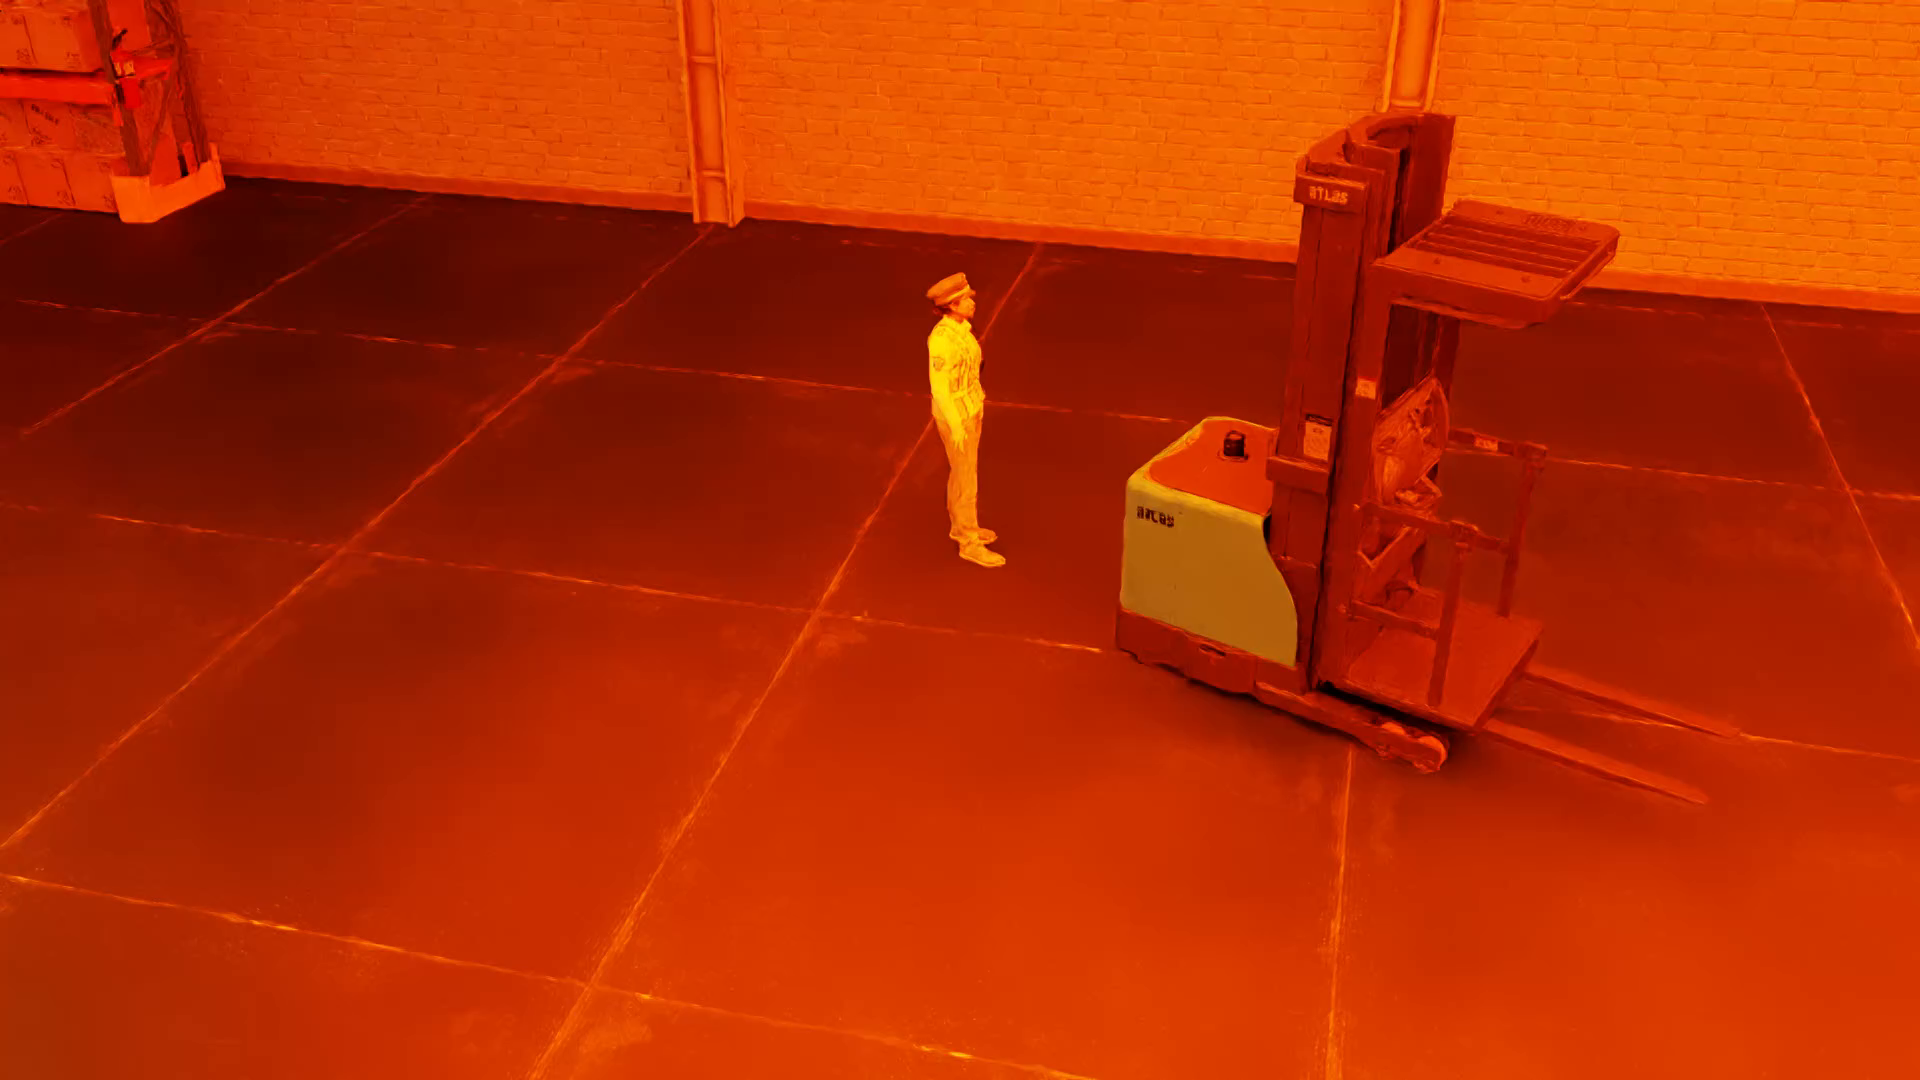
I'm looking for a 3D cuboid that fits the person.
[{"bbox_3d":[0.064,-0.733,9.702,0.533,1.695,0.586,7,30,12],"label":"person"}]

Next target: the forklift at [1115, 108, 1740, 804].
[{"bbox_3d":[2.345,-0.443,7.952,3.031,2.935,1.130,19,35,30],"label":"forklift"}]
